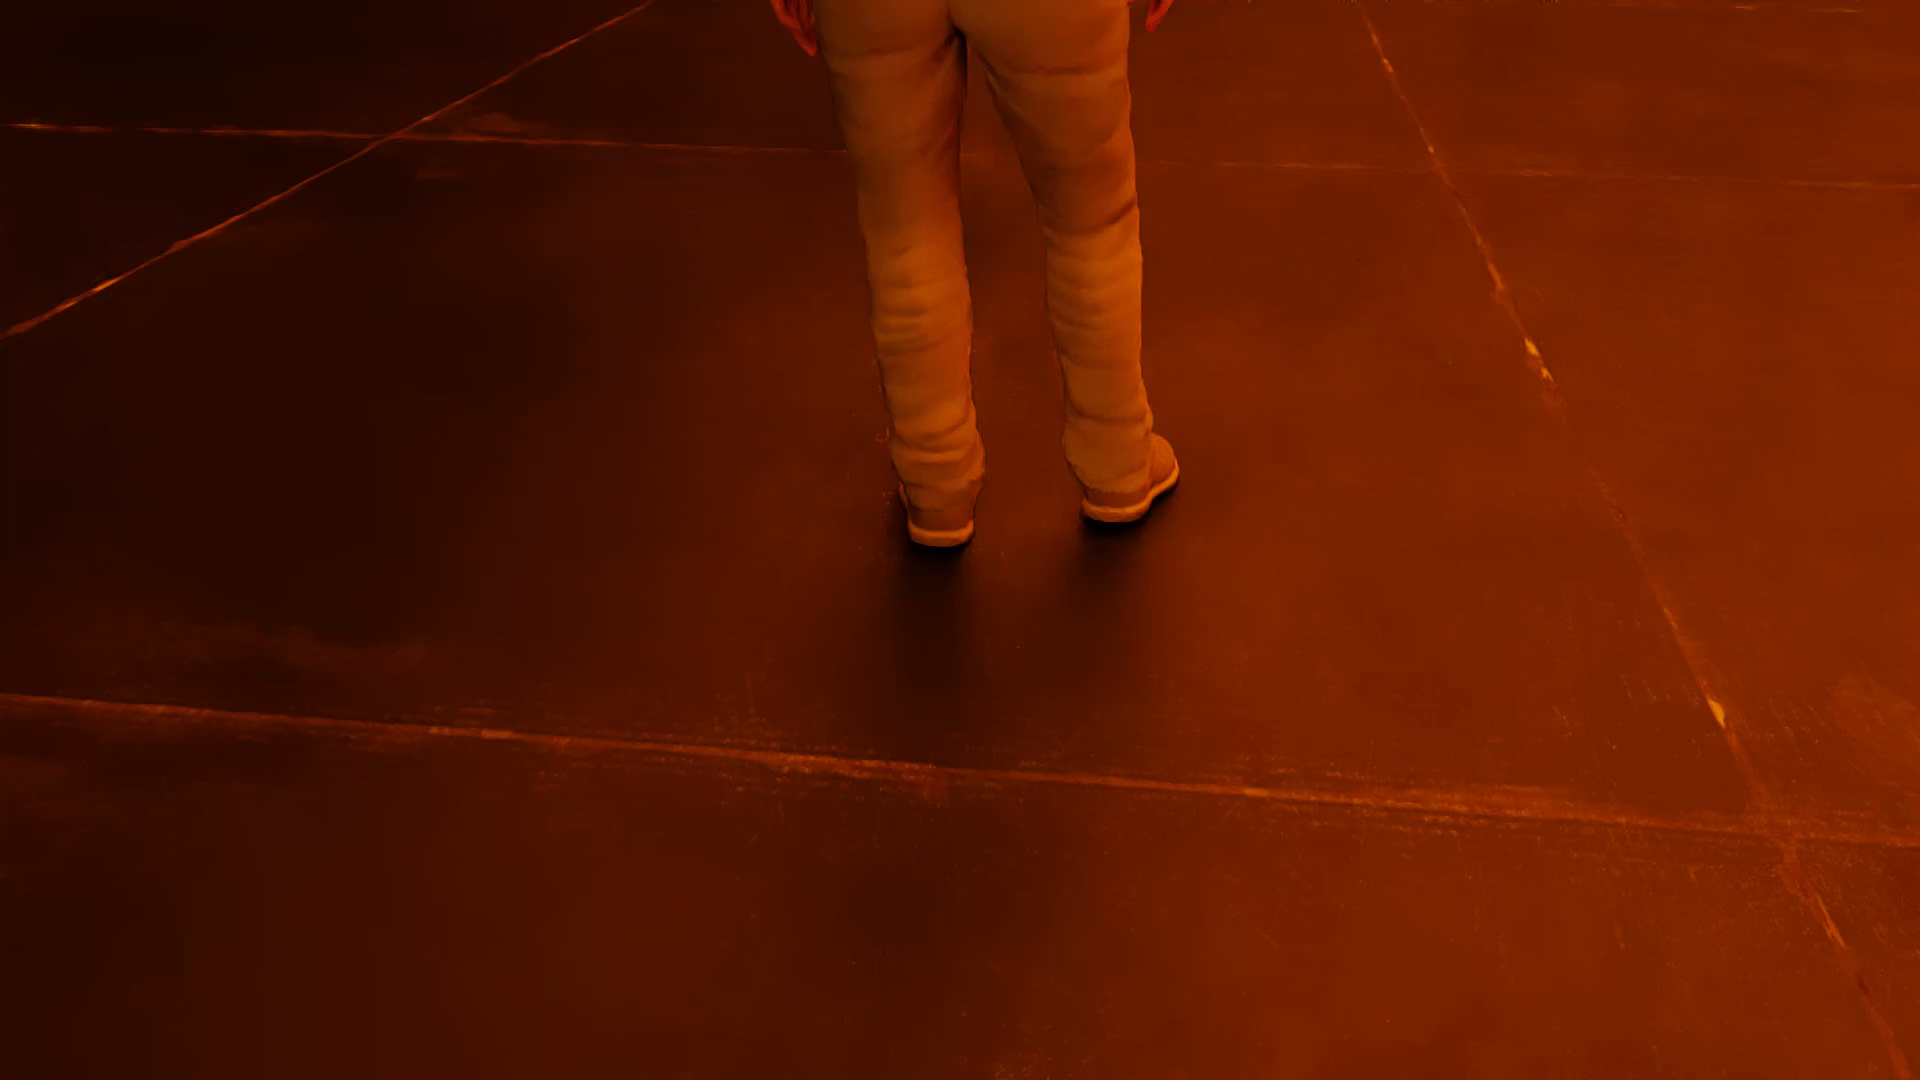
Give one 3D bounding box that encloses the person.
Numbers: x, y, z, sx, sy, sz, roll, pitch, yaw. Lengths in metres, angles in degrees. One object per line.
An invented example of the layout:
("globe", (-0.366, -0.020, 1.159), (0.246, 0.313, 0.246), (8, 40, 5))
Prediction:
("person", (0.033, -0.785, 2.190), (0.598, 1.669, 0.529), (3, 27, 7))
